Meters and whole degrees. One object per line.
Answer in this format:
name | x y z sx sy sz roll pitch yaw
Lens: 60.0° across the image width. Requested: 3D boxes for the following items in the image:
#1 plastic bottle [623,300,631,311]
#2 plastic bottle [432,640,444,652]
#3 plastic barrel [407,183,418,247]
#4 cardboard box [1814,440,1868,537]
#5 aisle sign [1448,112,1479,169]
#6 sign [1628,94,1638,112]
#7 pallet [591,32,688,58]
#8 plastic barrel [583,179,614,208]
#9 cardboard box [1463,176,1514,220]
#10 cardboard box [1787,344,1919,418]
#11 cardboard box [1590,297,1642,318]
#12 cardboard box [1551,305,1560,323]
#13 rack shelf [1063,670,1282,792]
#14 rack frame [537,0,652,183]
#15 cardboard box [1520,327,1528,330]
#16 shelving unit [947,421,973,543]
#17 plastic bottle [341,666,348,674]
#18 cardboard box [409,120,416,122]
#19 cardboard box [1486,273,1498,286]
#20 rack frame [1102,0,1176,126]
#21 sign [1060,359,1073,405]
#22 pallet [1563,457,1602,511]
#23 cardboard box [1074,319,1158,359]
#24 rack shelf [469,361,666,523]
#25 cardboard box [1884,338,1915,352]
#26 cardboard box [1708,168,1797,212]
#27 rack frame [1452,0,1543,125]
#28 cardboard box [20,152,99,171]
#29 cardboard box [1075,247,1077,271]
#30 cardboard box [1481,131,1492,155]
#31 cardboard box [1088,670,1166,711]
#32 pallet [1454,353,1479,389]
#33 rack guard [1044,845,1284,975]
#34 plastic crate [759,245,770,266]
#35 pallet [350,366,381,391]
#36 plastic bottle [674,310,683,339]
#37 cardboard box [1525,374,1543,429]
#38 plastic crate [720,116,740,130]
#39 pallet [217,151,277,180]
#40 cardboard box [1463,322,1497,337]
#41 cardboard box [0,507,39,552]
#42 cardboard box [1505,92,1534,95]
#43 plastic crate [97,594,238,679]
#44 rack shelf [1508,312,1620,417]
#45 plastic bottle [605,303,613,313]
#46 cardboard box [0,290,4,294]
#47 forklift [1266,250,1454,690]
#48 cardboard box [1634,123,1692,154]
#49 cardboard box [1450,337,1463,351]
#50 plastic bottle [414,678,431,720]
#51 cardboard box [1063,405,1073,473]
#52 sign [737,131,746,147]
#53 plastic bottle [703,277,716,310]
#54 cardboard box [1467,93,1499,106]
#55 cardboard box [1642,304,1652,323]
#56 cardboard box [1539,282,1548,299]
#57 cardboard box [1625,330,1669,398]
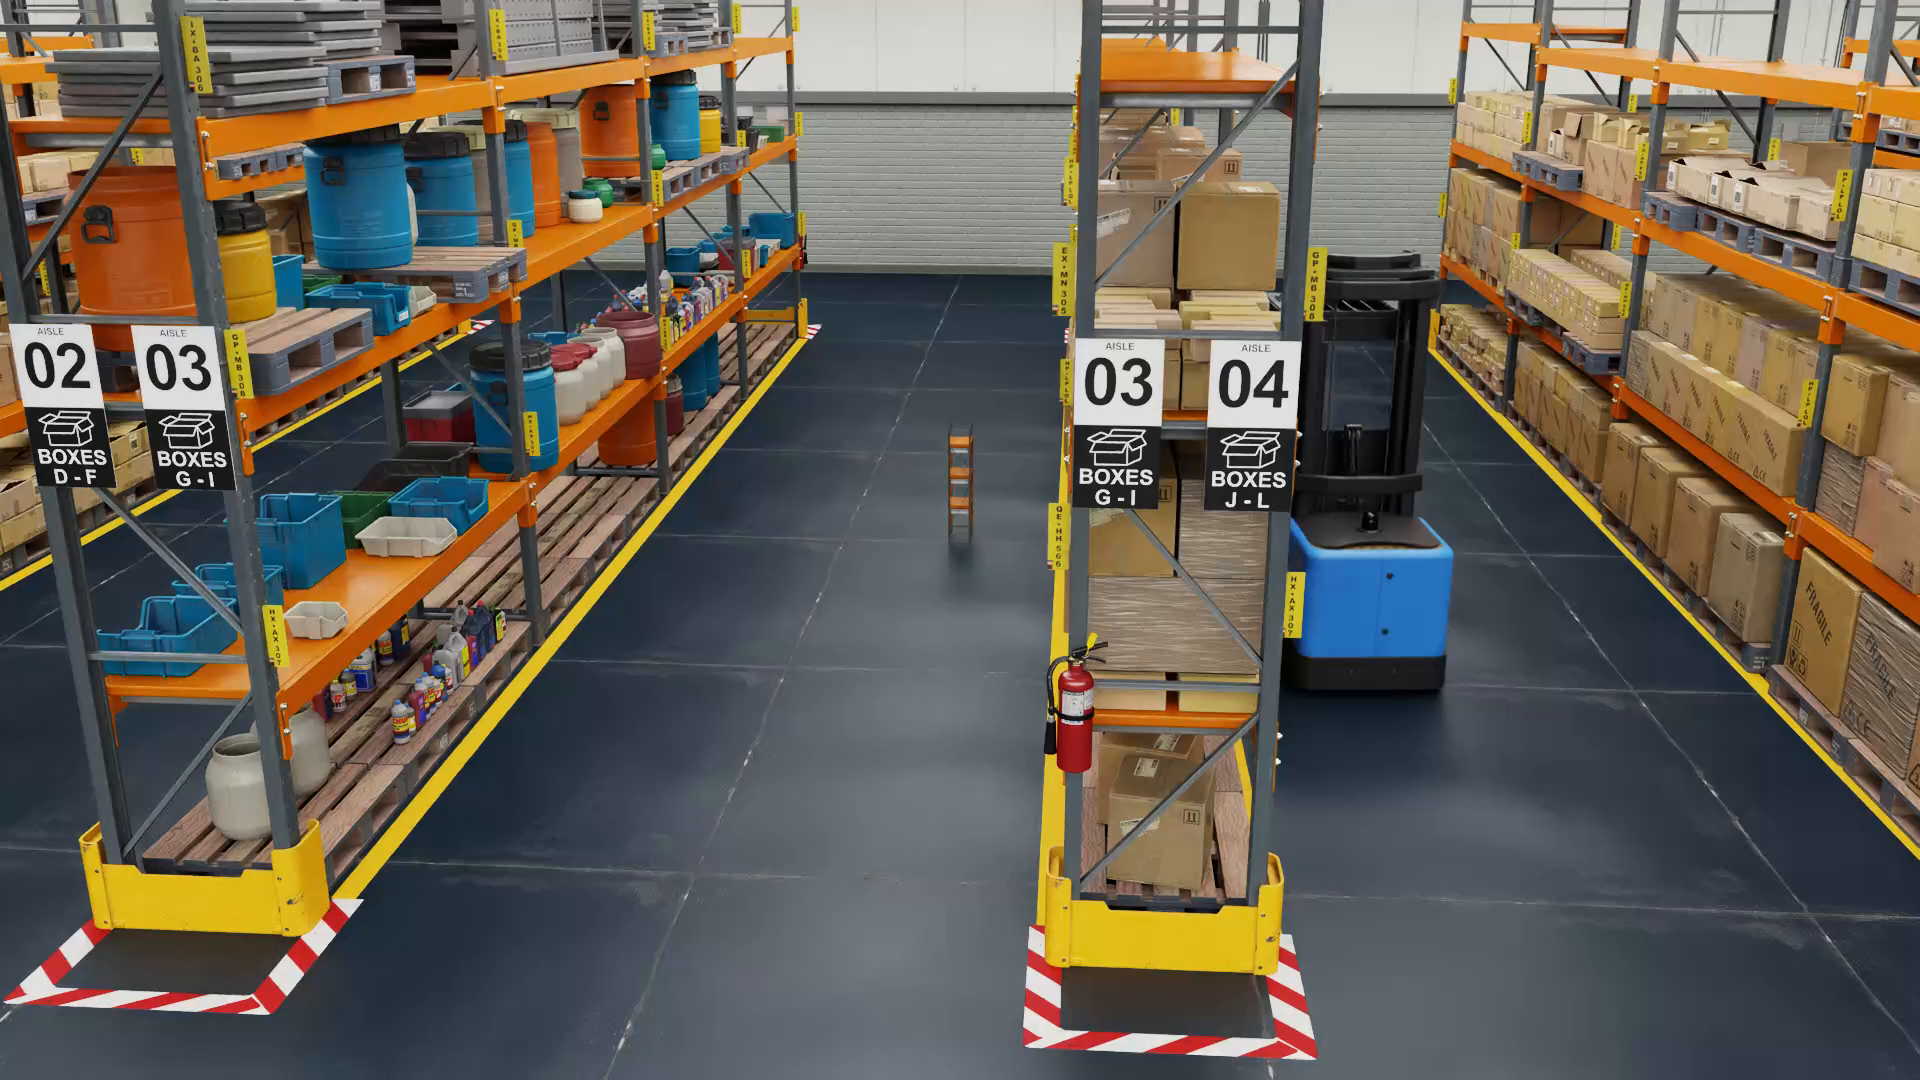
plastic bottle | -3.509 -2.380 17.557 0.061 0.283 0.133 1 18 4
plastic bottle | -3.538 0.805 11.305 0.061 0.283 0.133 1 18 4
plastic barrel | -3.865 -2.198 11.141 0.421 0.512 0.421 0 18 0
cardboard box | 6.227 -0.353 10.941 0.875 0.550 0.550 1 18 4
aisle sign | 6.808 -5.388 22.374 0.394 0.787 0.004 1 18 4
sign | 7.369 -4.728 18.254 0.100 0.325 0.005 1 18 4
pallet | -3.269 -4.686 15.717 1.213 0.211 1.003 1 18 4
plastic barrel | -3.318 -3.165 15.197 0.294 0.245 0.294 0 18 0
cardboard box | 6.716 -4.336 21.094 0.500 0.500 0.500 1 18 3
cardboard box | 6.272 -1.073 11.615 0.700 0.500 0.500 1 18 3
cardboard box | 6.107 -2.164 15.483 0.380 0.149 0.250 1 18 2
cardboard box | 6.203 -2.280 16.794 0.380 0.149 0.250 2 18 6
rack shelf | 1.159 0.425 9.965 1.077 0.370 4.000 1 18 4
rack frame | -3.351 -4.742 14.943 1.000 3.000 0.127 1 18 4
cardboard box | 7.184 -2.596 20.976 0.380 0.149 0.250 1 18 4
shelving unit | 0.004 -0.516 14.810 0.215 1.050 0.252 1 18 4
plastic bottle | -4.154 0.833 11.111 0.144 0.351 0.185 1 18 3
cardboard box | -7.536 -5.759 22.301 0.500 0.250 0.500 1 18 4
cardboard box | 6.624 -3.184 20.227 0.380 0.149 0.250 1 18 2
rack frame | 1.876 -5.874 18.397 1.000 3.000 0.127 1 18 4
sign | 0.748 -1.100 11.603 0.100 0.325 0.005 1 18 4
pallet | 6.586 -0.556 16.281 1.003 0.211 1.213 1 18 4
cardboard box | 0.724 -0.933 7.736 0.380 0.149 0.250 1 18 4
rack shelf | -3.495 -0.928 14.094 1.077 0.370 4.000 1 18 4
cardboard box | 11.976 -2.254 20.426 0.875 0.438 0.875 1 18 2
cardboard box | 6.185 -2.734 12.940 0.500 0.311 0.500 1 18 3
rack frame | 7.102 -6.974 21.755 1.000 3.000 0.127 1 18 4
cardboard box | -8.268 -3.415 15.275 0.500 0.250 0.500 0 18 0
cardboard box | 1.014 -1.758 10.896 0.500 0.250 0.500 1 18 2
cardboard box | 6.701 -4.860 20.361 0.500 0.250 0.500 1 18 4
cardboard box | 0.830 0.730 8.281 0.380 0.149 0.250 1 18 4
pallet | 6.913 -2.145 21.130 1.003 0.211 1.213 1 18 4
rack guard | 1.021 1.868 8.419 1.175 0.500 0.348 1 18 4
plastic crate | -2.669 -3.681 21.513 0.416 0.233 0.300 1 18 4
pallet | -7.955 -2.133 21.095 1.003 0.211 1.213 1 18 4
plastic bottle | -2.893 -2.219 17.065 0.061 0.283 0.133 1 18 4
cardboard box | 6.462 -1.505 18.038 0.500 0.500 0.500 2 18 6
plastic crate | -3.162 -5.303 21.573 0.504 0.338 0.767 1 18 4
pallet | -8.193 -4.058 17.975 1.213 0.211 1.003 1 18 4
cardboard box | 6.651 -2.686 21.253 0.380 0.149 0.250 2 18 5
cardboard box | -8.230 -0.093 14.131 0.500 0.250 0.500 1 18 2
cardboard box | 7.278 -5.720 21.542 0.380 0.149 0.250 2 18 5
plastic crate | -4.188 0.502 8.813 0.499 0.251 0.616 1 18 4
rack shelf | 6.672 -1.918 17.114 1.077 0.370 4.000 1 18 4
plastic bottle | -3.666 -2.326 17.391 0.061 0.283 0.133 1 18 4
cardboard box | -12.908 -3.268 22.378 0.380 0.149 0.250 1 18 3
forklift | 2.833 -0.758 12.529 1.130 2.935 3.031 0 18 -1
cardboard box | 6.299 -3.607 14.906 0.396 0.266 0.258 1 18 4
cardboard box | 6.670 -2.575 21.868 0.380 0.149 0.250 2 18 5
plastic bottle | -3.460 1.018 10.673 0.097 0.271 0.097 0 18 0
cardboard box | 1.659 -1.184 16.458 1.225 0.875 0.875 0 18 1
sign | -2.516 -4.550 19.161 0.100 0.325 0.005 1 18 4
plastic bottle | -2.817 -2.760 18.608 0.144 0.351 0.185 1 18 4
cardboard box | 6.723 -5.647 21.321 0.380 0.149 0.250 1 18 4
cardboard box | 6.797 -2.173 15.989 0.380 0.149 0.250 1 18 2
cardboard box | 6.239 -2.583 17.239 0.380 0.149 0.250 1 18 3
cardboard box | 6.227 -1.553 14.684 0.500 0.500 0.500 1 18 5
